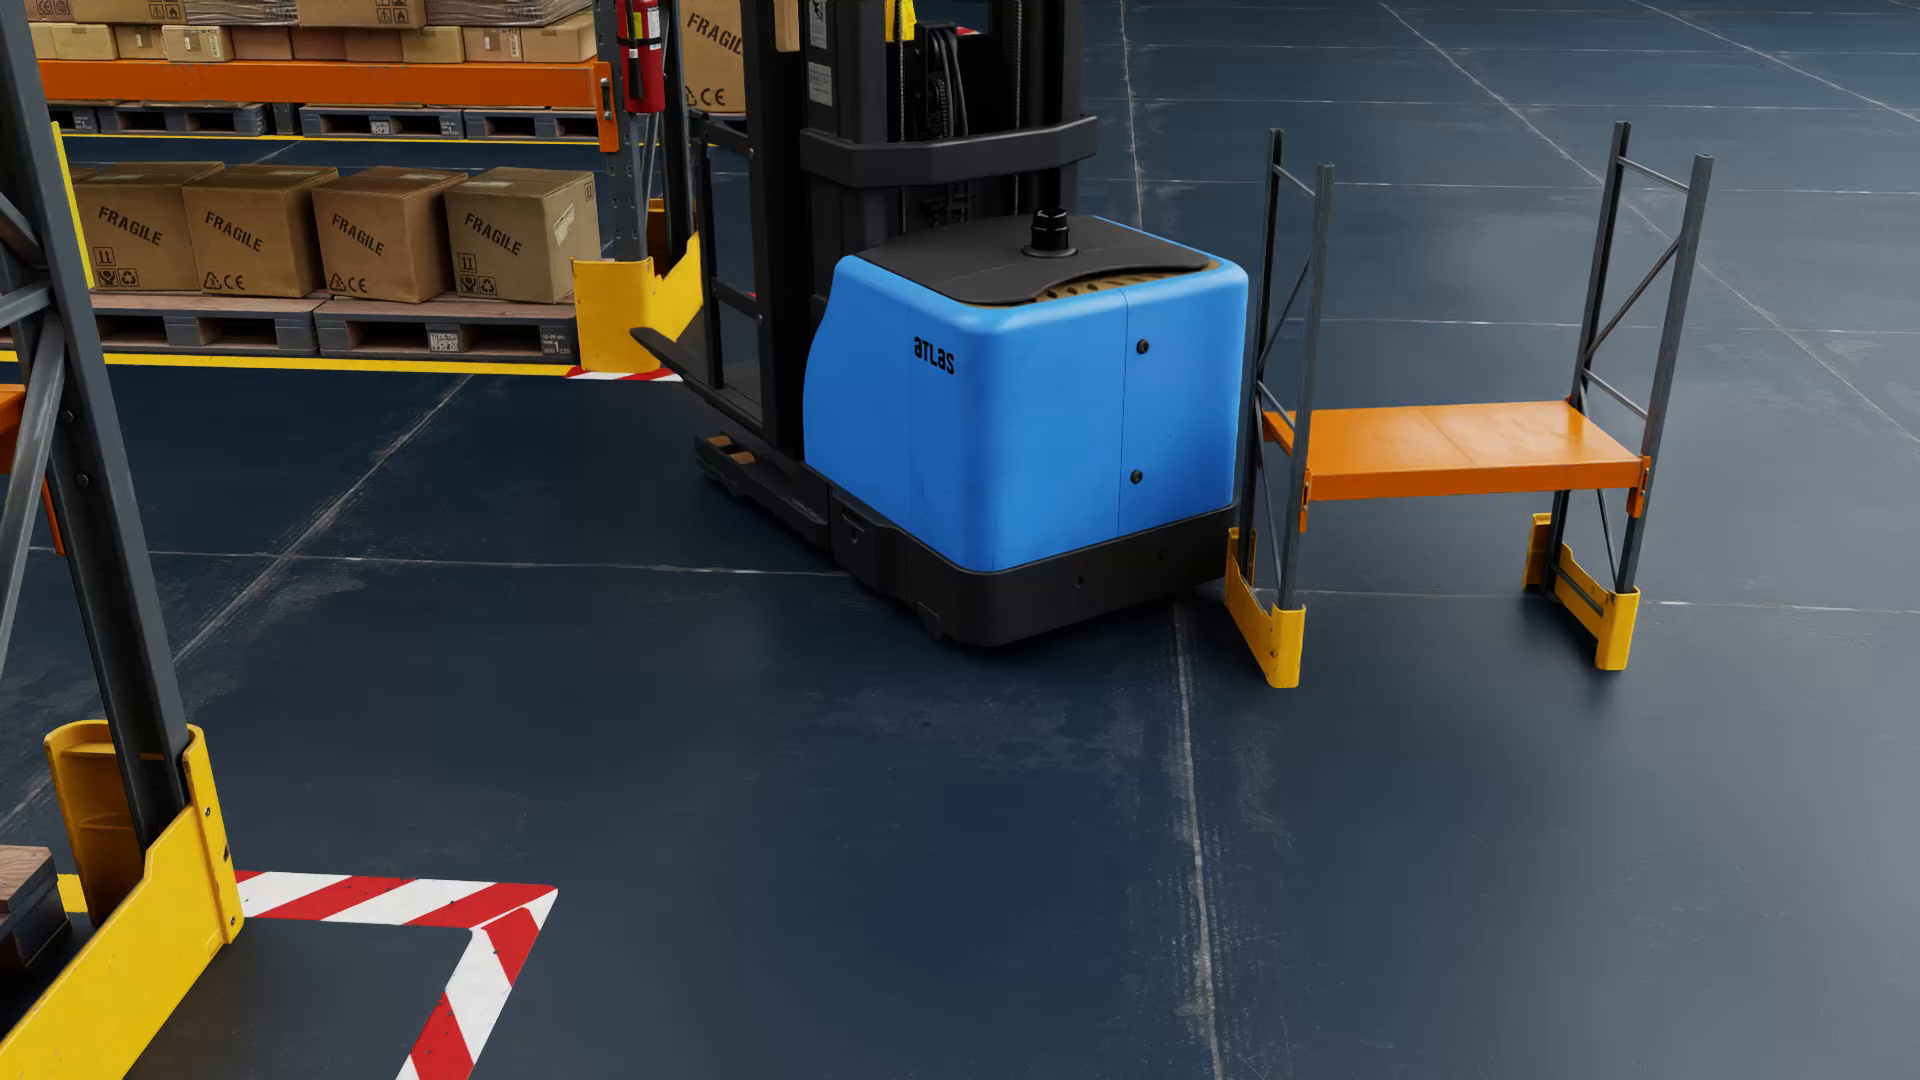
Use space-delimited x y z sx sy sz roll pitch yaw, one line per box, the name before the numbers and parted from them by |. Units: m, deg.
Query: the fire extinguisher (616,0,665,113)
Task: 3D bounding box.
fire extinguisher | -1.323 -2.113 6.846 0.183 0.674 0.296 2 25 4

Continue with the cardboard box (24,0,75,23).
cardboard box | -3.944 -2.607 7.353 0.500 0.500 0.875 2 25 4

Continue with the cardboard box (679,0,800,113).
cardboard box | -1.603 -3.627 12.084 0.875 0.875 0.875 2 25 4

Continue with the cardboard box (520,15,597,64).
cardboard box | -1.702 -2.153 7.140 0.250 0.149 0.380 2 25 4

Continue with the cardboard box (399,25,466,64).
cardboard box | -2.204 -2.147 7.129 0.250 0.149 0.380 2 25 4

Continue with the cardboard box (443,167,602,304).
cardboard box | -2.023 -1.426 7.748 0.500 0.500 0.500 6 25 14

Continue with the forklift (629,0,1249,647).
forklift | -0.334 -1.584 5.685 1.130 2.935 3.031 -15 29 -29

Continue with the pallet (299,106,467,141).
pallet | -4.158 -3.212 12.478 1.213 0.211 1.003 2 25 4

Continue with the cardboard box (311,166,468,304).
cardboard box | -2.622 -1.431 7.759 0.500 0.500 0.500 8 26 18

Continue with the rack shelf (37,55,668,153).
rack shelf | -3.396 -2.081 7.544 4.000 0.370 1.077 2 25 4

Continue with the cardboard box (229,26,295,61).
cardboard box | -2.950 -2.186 7.212 0.250 0.149 0.380 2 25 4

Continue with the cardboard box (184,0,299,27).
cardboard box | -2.951 -2.553 7.235 0.500 0.500 0.875 2 25 4

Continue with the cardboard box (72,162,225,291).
cardboard box | -3.798 -1.495 7.899 0.500 0.500 0.500 0 25 -1

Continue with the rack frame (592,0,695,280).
rack frame | -1.402 -2.344 7.255 0.127 3.000 1.000 2 25 4

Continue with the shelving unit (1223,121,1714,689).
shelving unit | 1.408 -0.395 4.815 1.083 1.500 0.587 -3 25 -6

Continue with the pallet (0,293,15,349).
pallet | -4.718 -1.198 8.101 1.213 0.211 1.003 2 25 4

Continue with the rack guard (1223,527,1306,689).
rack guard | 0.913 0.195 5.028 0.087 0.250 0.587 -3 25 -6

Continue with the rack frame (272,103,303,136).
rack frame | -4.910 -4.536 12.019 0.127 3.000 1.000 2 25 4

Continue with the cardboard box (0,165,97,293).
cardboard box | -4.423 -1.482 7.871 0.500 0.500 0.500 10 27 21

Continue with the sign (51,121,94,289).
sign | -1.735 -0.634 3.209 0.005 0.325 0.100 2 25 4

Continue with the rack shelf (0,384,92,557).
rack shelf | -3.775 -0.017 3.058 4.000 0.370 1.077 2 25 4

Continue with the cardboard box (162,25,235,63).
cardboard box | -3.206 -2.157 7.149 0.250 0.149 0.380 2 25 4

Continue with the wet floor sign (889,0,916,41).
wet floor sign | -0.536 -4.952 15.741 0.232 0.644 0.267 11 27 22

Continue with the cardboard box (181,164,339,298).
cardboard box | -3.245 -1.459 7.820 0.500 0.500 0.500 4 25 9

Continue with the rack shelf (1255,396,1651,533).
rack shelf | 1.417 -0.232 4.891 1.000 0.185 0.538 -3 25 -6

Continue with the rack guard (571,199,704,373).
rack guard | -1.478 -1.211 7.783 0.348 0.500 1.175 2 25 4

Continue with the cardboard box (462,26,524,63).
cardboard box | -1.951 -2.161 7.158 0.250 0.149 0.380 2 25 4

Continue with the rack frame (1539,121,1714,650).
rack frame | 1.923 -0.419 4.865 0.032 1.500 0.500 -3 25 -6

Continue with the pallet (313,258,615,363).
pallet | -2.285 -1.120 7.932 1.213 0.211 1.003 2 25 4

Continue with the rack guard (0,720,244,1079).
rack guard | -1.861 0.873 3.254 0.348 0.500 1.175 2 25 4

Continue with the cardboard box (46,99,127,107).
cardboard box | -6.497 -3.719 12.433 0.750 0.750 1.050 2 25 4

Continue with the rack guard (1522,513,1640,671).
rack guard | 1.904 0.150 5.125 0.087 0.250 0.587 -3 25 -6

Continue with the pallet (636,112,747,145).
pallet | -1.725 -3.134 12.308 1.213 0.211 1.003 2 25 4

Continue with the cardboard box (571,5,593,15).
cardboard box | -1.668 -2.338 7.543 0.250 0.149 0.380 2 25 4

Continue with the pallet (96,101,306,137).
pallet | -5.685 -3.262 12.587 1.213 0.211 1.003 2 25 4

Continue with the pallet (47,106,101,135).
pallet | -6.905 -3.300 12.669 1.213 0.211 1.003 2 25 4

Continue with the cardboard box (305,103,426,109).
cardboard box | -4.288 -3.712 12.268 0.875 0.875 0.875 2 25 5

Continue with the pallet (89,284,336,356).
pallet | -3.498 -1.160 8.019 1.213 0.211 1.003 2 25 4

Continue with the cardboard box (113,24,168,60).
cardboard box | -3.450 -2.194 7.230 0.250 0.149 0.380 2 25 4

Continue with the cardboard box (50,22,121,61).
cardboard box | -3.702 -2.183 7.206 0.250 0.149 0.380 2 25 4

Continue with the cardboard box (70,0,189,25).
cardboard box | -3.449 -2.574 7.280 0.500 0.500 0.875 2 25 4

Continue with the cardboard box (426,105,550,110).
cardboard box | -3.389 -3.685 12.209 0.875 0.875 0.875 2 25 4

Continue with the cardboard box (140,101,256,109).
cardboard box | -5.536 -3.687 12.363 0.750 0.750 1.050 2 25 4

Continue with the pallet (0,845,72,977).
pallet | -2.670 0.976 3.376 1.213 0.211 1.003 2 25 4

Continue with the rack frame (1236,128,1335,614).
rack frame | 0.912 -0.373 4.767 0.032 1.500 0.500 -3 25 -6

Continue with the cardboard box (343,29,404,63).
cardboard box | -2.452 -2.162 7.160 0.250 0.149 0.380 2 25 4

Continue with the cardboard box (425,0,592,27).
cardboard box | -1.948 -2.553 7.235 0.500 0.500 0.875 2 25 4

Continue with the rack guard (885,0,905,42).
rack guard | -0.719 -5.341 16.759 0.348 0.500 1.175 2 25 4

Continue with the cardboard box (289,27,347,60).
cardboard box | -2.699 -2.187 7.215 0.250 0.149 0.380 2 25 4

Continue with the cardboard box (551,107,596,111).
cardboard box | -2.480 -3.655 12.144 0.875 0.875 0.875 1 25 3

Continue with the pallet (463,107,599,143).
pallet | -2.938 -3.174 12.395 1.213 0.211 1.003 2 25 4

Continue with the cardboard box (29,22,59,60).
cardboard box | -3.951 -2.196 7.234 0.250 0.149 0.380 2 25 4

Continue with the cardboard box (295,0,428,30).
cardboard box | -2.456 -2.519 7.161 0.500 0.500 0.875 2 25 4

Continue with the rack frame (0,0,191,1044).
rack frame | -1.781 -0.279 2.769 0.127 3.000 1.000 2 25 4
